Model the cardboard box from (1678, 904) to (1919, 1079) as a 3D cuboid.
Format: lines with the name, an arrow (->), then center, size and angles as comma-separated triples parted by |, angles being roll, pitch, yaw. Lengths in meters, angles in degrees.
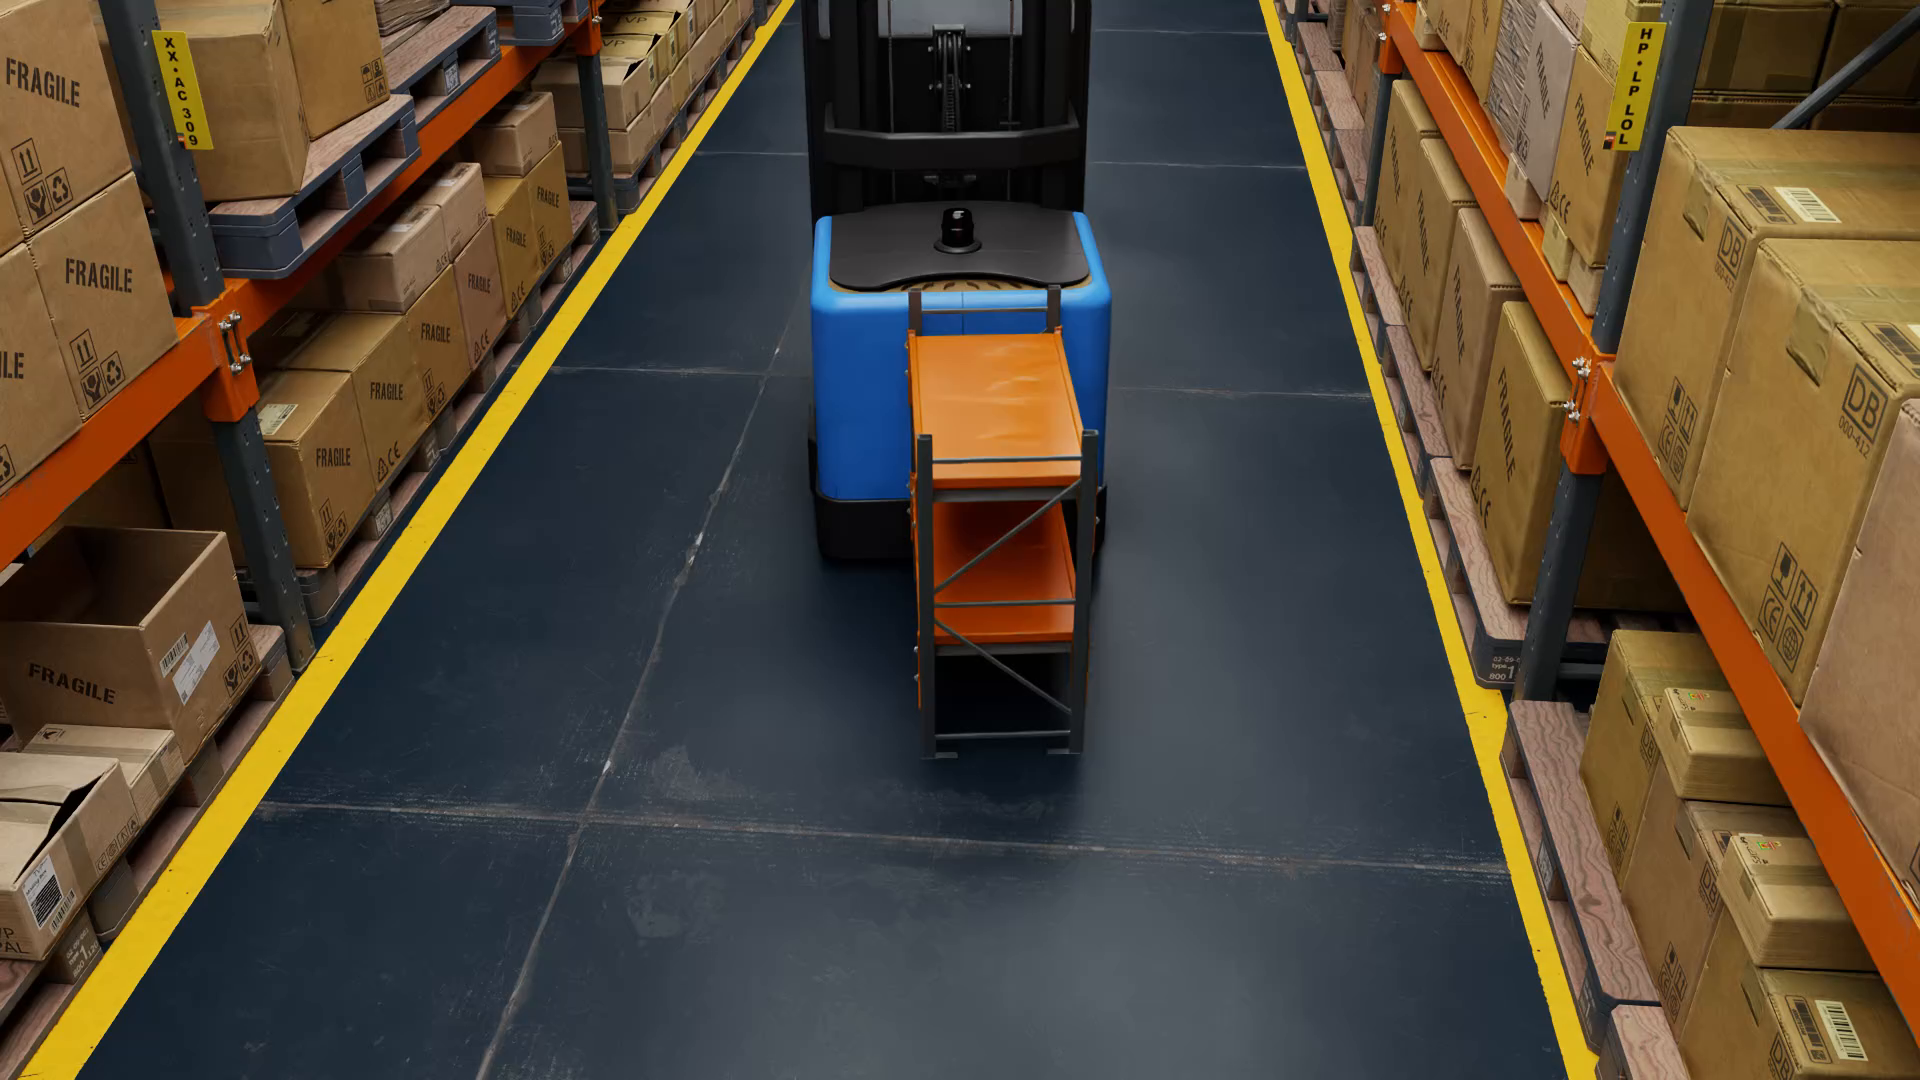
cardboard box -> 2.008, 1.130, 3.540 | 0.700, 0.500, 0.500 | 3, 32, 5

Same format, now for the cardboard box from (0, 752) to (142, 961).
cardboard box -> -2.503, 0.777, 4.274 | 0.500, 0.311, 0.500 | 2, 32, 4

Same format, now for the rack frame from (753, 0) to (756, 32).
rack frame -> -2.027, -5.066, 11.612 | 1.000, 3.000, 0.127 | 2, 32, 4

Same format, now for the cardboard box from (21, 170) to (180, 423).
cardboard box -> -2.463, -0.653, 4.356 | 0.500, 0.500, 0.500 | 3, 32, 5

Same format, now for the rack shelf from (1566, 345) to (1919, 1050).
rack shelf -> 2.096, 0.679, 2.975 | 1.077, 0.370, 4.000 | 2, 32, 4

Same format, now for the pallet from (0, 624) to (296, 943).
pallet -> -2.735, 0.663, 4.973 | 1.003, 0.211, 1.213 | 2, 32, 4

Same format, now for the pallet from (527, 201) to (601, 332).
pallet -> -2.451, -1.399, 8.318 | 1.003, 0.211, 1.213 | 2, 32, 4

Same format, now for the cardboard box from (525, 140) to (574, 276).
cardboard box -> -2.195, -1.599, 7.948 | 0.500, 0.500, 0.500 | 4, 32, 6

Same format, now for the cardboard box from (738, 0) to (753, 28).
cardboard box -> -1.772, -3.845, 11.851 | 0.500, 0.250, 0.500 | 2, 32, 4

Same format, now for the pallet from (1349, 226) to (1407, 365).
pallet -> 2.445, -1.169, 7.945 | 1.003, 0.211, 1.213 | 2, 32, 4

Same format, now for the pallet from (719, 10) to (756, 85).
pallet -> -2.048, -3.492, 11.715 | 1.003, 0.211, 1.213 | 2, 32, 4

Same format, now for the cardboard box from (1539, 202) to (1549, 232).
cardboard box -> 2.068, -1.030, 5.283 | 0.380, 0.149, 0.250 | 3, 32, 6

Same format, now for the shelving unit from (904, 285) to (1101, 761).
shelving unit -> 0.106, -0.078, 5.304 | 0.538, 1.125, 1.048 | -1, 32, -2

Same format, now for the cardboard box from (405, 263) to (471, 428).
cardboard box -> -2.316, -0.789, 6.635 | 0.500, 0.500, 0.500 | 3, 32, 5

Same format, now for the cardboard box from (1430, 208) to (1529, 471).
cardboard box -> 2.252, -0.747, 6.252 | 0.750, 0.750, 0.750 | 3, 32, 5

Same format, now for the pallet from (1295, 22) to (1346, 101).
pallet -> 2.849, -3.262, 11.342 | 1.003, 0.211, 1.213 | 2, 32, 4

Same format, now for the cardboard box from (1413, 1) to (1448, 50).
cardboard box -> 2.192, -2.238, 7.242 | 0.380, 0.149, 0.250 | 3, 32, 5

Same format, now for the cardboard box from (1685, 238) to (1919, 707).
cardboard box -> 2.134, -0.137, 3.327 | 0.980, 0.700, 0.700 | 2, 32, 3

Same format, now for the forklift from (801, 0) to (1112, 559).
forklift -> -0.063, -1.921, 6.573 | 1.130, 2.935, 3.031 | -1, 32, -2

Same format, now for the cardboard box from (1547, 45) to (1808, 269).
cardboard box -> 2.045, -1.103, 4.783 | 0.500, 0.500, 0.500 | 2, 32, 3

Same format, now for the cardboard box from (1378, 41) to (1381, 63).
cardboard box -> 2.749, -2.531, 9.461 | 0.700, 0.500, 0.500 | 2, 32, 4

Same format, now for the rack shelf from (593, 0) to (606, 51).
rack shelf -> -2.190, -3.714, 10.103 | 1.077, 0.370, 4.000 | 2, 32, 4

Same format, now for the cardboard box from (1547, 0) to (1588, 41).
cardboard box -> 2.093, -1.692, 5.025 | 0.500, 0.250, 0.500 | 3, 32, 5

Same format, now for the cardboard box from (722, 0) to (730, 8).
cardboard box -> -1.810, -3.817, 11.270 | 0.500, 0.311, 0.500 | 3, 32, 5

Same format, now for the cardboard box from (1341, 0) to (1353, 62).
cardboard box -> 2.875, -3.322, 10.744 | 0.700, 0.500, 0.500 | 2, 32, 3

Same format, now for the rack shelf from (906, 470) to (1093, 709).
rack shelf -> 0.106, 0.130, 5.432 | 0.538, 0.278, 1.000 | -1, 32, -2

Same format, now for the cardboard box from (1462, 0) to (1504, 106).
cardboard box -> 2.162, -1.894, 6.067 | 0.500, 0.500, 0.500 | 3, 32, 5

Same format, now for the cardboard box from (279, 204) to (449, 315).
cardboard box -> -2.315, -1.091, 6.409 | 0.500, 0.250, 0.500 | 3, 32, 4

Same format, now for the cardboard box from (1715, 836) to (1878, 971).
cardboard box -> 1.844, 0.767, 3.511 | 0.380, 0.149, 0.250 | 2, 32, 3

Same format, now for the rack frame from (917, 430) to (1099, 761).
rack frame -> 0.131, 0.189, 4.872 | 0.500, 1.125, 0.032 | -1, 32, -2

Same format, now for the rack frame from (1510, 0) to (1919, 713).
rack frame -> 2.259, -0.673, 4.484 | 1.000, 3.000, 0.127 | 2, 32, 4

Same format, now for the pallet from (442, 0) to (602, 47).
pallet -> -2.338, -2.536, 7.688 | 1.213, 0.211, 1.003 | 2, 32, 4

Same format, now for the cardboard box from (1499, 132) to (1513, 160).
cardboard box -> 2.152, -1.426, 5.926 | 0.380, 0.149, 0.250 | 2, 32, 3

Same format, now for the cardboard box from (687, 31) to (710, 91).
cardboard box -> -1.899, -3.047, 10.556 | 0.500, 0.250, 0.500 | 3, 32, 5

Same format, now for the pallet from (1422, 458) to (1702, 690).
pallet -> 2.247, 0.107, 5.875 | 1.003, 0.211, 1.213 | 2, 32, 4

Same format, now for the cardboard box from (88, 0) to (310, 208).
cardboard box -> -2.417, -1.343, 5.074 | 0.700, 0.500, 0.500 | -8, 33, -13

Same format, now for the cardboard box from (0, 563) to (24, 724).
cardboard box -> -2.928, 0.285, 5.073 | 0.500, 0.311, 0.500 | 2, 32, 4

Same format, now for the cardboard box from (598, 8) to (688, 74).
cardboard box -> -1.939, -3.025, 9.985 | 0.500, 0.311, 0.500 | 2, 32, 3

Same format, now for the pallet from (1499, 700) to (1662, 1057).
pallet -> 2.119, 0.908, 4.575 | 1.003, 0.211, 1.213 | 2, 32, 4

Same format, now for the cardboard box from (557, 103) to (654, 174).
cardboard box -> -2.017, -2.244, 9.253 | 0.500, 0.250, 0.500 | 2, 32, 4
